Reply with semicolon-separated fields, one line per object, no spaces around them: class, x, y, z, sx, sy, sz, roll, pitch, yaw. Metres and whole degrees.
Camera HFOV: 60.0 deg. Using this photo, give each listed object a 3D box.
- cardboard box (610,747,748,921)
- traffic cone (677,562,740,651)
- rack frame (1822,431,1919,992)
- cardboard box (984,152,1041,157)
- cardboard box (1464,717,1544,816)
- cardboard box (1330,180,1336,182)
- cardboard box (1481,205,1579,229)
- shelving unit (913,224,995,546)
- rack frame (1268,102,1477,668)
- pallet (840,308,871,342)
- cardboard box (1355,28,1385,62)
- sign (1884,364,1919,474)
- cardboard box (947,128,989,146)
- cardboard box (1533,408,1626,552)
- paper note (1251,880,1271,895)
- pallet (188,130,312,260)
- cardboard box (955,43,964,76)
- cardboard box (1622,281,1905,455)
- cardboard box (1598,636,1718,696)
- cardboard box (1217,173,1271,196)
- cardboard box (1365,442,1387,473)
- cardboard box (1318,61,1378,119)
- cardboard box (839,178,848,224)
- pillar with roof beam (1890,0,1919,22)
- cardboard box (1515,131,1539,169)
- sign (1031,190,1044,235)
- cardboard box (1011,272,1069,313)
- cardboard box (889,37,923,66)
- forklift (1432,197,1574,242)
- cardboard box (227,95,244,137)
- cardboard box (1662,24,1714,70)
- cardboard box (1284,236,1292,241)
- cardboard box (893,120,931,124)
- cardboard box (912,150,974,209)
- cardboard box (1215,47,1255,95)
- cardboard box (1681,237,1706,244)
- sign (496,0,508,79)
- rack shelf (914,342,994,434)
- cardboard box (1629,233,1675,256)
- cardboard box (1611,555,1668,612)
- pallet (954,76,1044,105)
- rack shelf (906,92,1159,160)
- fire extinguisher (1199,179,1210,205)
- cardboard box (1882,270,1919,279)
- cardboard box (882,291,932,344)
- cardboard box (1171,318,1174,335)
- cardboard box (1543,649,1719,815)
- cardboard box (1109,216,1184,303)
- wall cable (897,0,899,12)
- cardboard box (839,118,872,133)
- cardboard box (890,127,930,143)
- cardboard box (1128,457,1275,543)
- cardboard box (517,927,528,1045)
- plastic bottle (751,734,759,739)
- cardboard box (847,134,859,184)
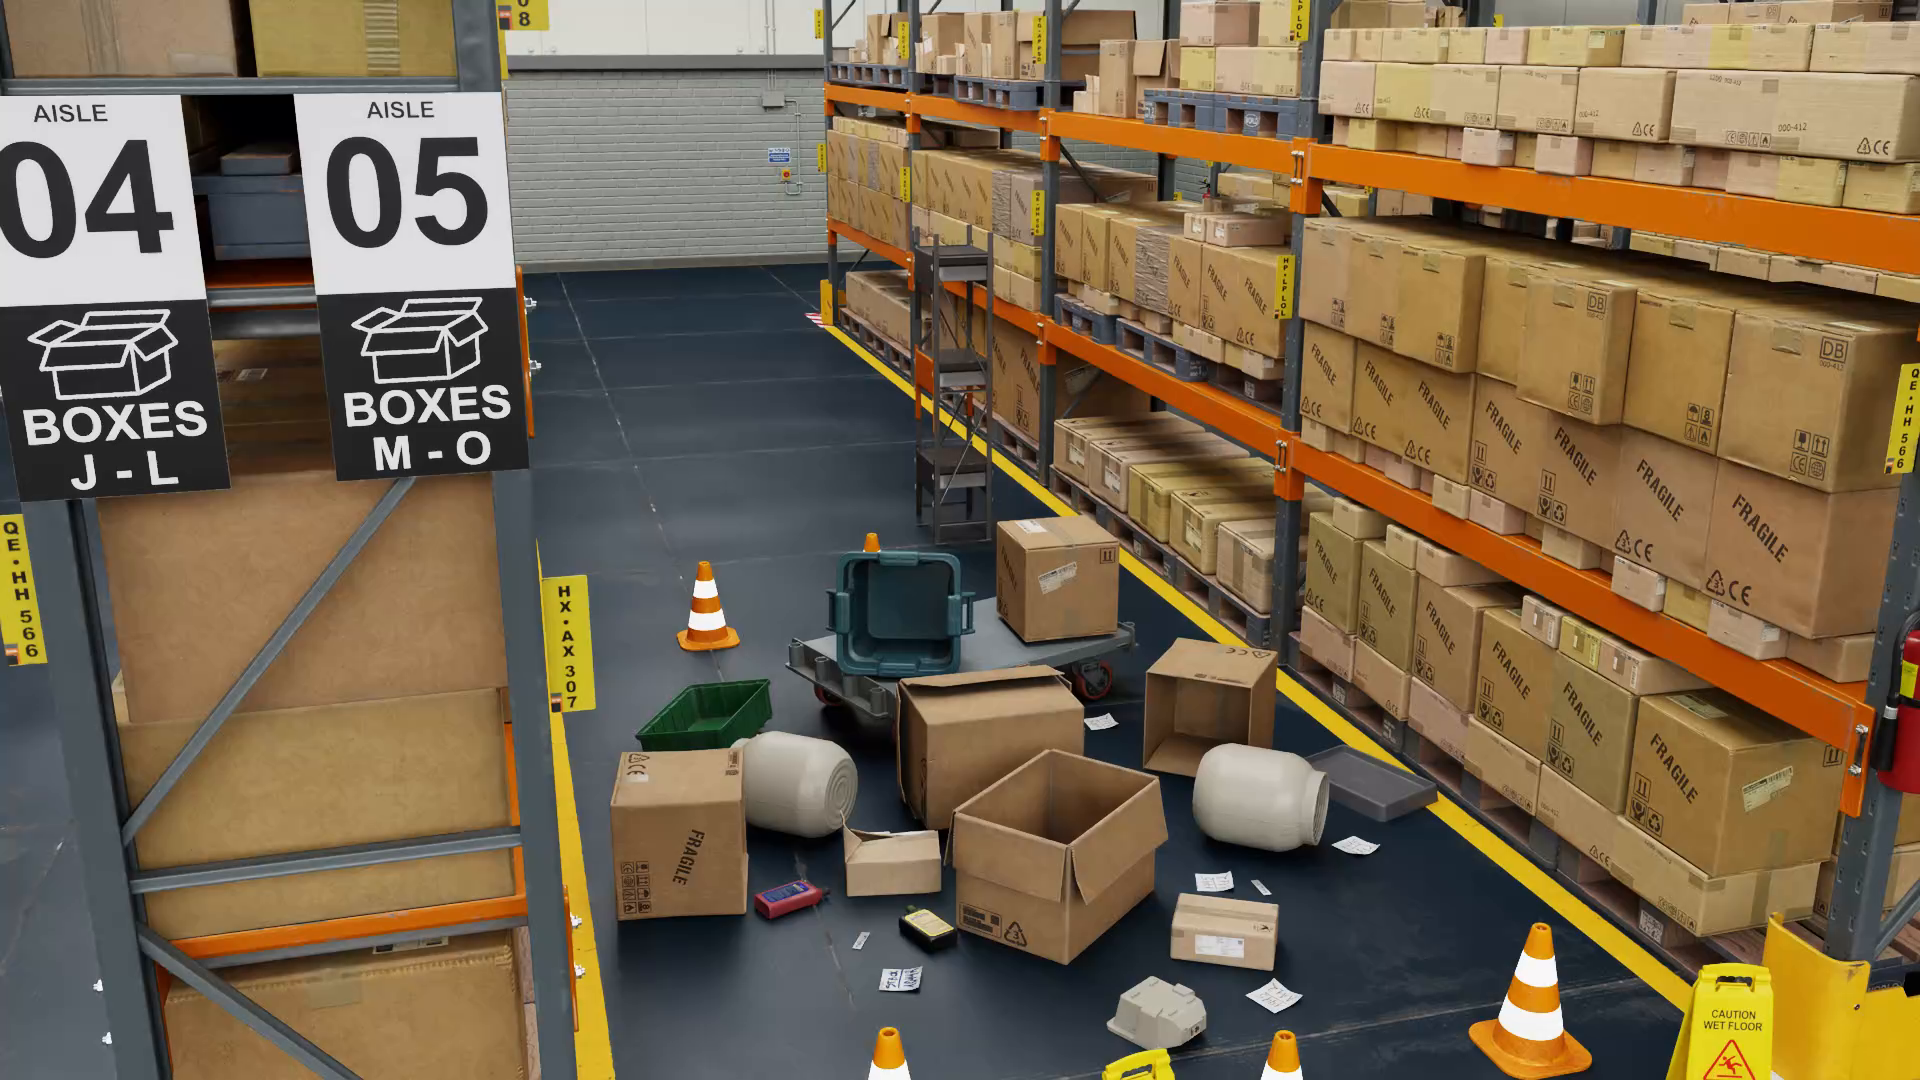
cardboard box;-1.115;1.172;6.678;0.500;0.500;0.500;-2;17;-6
traffic cone;-1.445;0.352;9.476;0.336;0.463;0.334;-5;17;-15
rack frame;3.303;0.315;5.191;1.000;3.000;0.127;-5;17;-15
cardboard box;0.519;-3.285;15.263;0.500;0.500;0.500;-4;17;-14
cardboard box;2.538;0.940;7.159;0.500;0.250;0.500;-5;18;-17
cardboard box;4.331;-4.189;19.927;0.500;0.250;0.500;-4;17;-14
cardboard box;5.249;-2.979;15.247;0.797;0.503;0.637;-5;17;-17
shelving unit;-0.045;-1.051;11.302;0.431;2.100;0.503;-5;17;-15
rack frame;2.204;-0.792;8.874;1.000;3.000;0.127;-5;17;-15
pallet;-0.799;-2.561;19.610;1.003;0.211;1.213;-5;17;-15
cardboard box;2.076;-2.308;7.757;0.380;0.149;0.250;-4;17;-14
sign;2.764;-0.353;4.851;0.100;0.325;0.005;-5;17;-15
cardboard box;0.082;-4.020;16.580;0.380;0.149;0.250;-4;17;-14
cardboard box;2.621;-0.282;6.485;0.500;0.500;0.500;-5;17;-16
paper note;1.220;1.409;6.744;0.032;0.001;0.123;-5;17;-15
pallet;-1.643;-0.865;4.057;1.003;0.211;1.213;-5;17;-15
cardboard box;0.171;-4.045;13.994;0.396;0.266;0.258;-3;17;-11
cardboard box;2.821;-0.619;5.871;0.700;0.500;0.500;-5;17;-15
cardboard box;2.667;0.463;6.314;0.380;0.149;0.250;-4;17;-14
cardboard box;3.543;-4.429;20.725;0.500;0.250;0.500;-5;17;-15
cardboard box;2.203;-0.422;8.080;0.380;0.149;0.250;-5;17;-16
cardboard box;2.061;-2.156;7.944;0.500;0.250;0.500;-5;17;-16
cardboard box;-1.073;-3.866;18.934;0.500;0.500;0.500;-5;17;-16
pillar with roof beam;2.962;-4.535;10.908;9.100;9.000;0.400;-5;17;-15
cardboard box;2.477;-1.575;6.705;0.380;0.149;0.250;-5;17;-15
sign;0.572;-2.408;12.242;0.100;0.325;0.005;-5;17;-15
cardboard box;0.716;-1.946;12.977;0.500;0.250;0.500;-5;18;-17
cardboard box;-0.478;-4.777;16.258;0.396;0.266;0.258;-4;17;-13
forklift;4.250;-1.791;12.320;1.130;2.935;3.031;-8;19;-25
cardboard box;-2.055;-1.107;4.243;0.380;0.149;0.250;-5;17;-15
cardboard box;2.724;-1.740;5.867;0.380;0.149;0.250;-5;17;-15
cardboard box;2.090;-1.612;10.184;0.500;0.500;0.500;-5;17;-16
cardboard box;-0.525;-4.581;18.450;0.380;0.149;0.250;-5;17;-16
cardboard box;-0.150;-3.387;15.602;0.500;0.500;0.500;-4;17;-15
cardboard box;1.770;-2.648;9.371;0.500;0.250;0.500;-4;17;-15
cardboard box;5.850;-2.396;12.914;0.380;0.149;0.250;-4;17;-14
sign;-1.995;-2.139;7.109;0.100;0.325;0.005;-5;17;-15
rack shelf;-0.045;-1.038;11.306;0.431;0.518;0.480;-5;17;-15
cardboard box;5.739;-2.315;13.338;0.500;0.250;0.500;-5;17;-15
cardboard box;2.668;0.146;6.190;0.380;0.149;0.250;-4;17;-14
pallet;0.566;-3.727;13.761;1.003;0.211;1.213;-4;17;-13
rack shelf;0.555;-3.544;14.071;1.077;0.370;4.000;-5;17;-15
fire extinguisher;3.192;-4.293;21.313;0.296;0.674;0.183;-5;17;-15
cardboard box;6.363;-1.825;11.012;0.380;0.149;0.250;-5;18;-17
cardboard box;-0.311;-2.409;17.980;0.875;0.438;0.875;-5;17;-17
cardboard box;1.557;-1.358;10.464;0.380;0.149;0.250;-5;18;-17
cardboard box;2.685;0.726;6.567;0.500;0.500;0.500;-4;17;-13
cardboard box;1.308;-1.857;11.000;0.500;0.500;0.500;-4;17;-14
wall cable;0.484;-8.822;25.114;2.988;3.039;0.133;-5;17;-15
cardboard box;-1.161;-4.681;18.781;0.380;0.149;0.250;-4;17;-14
cardboard box;-0.500;-4.122;16.921;0.380;0.149;0.250;-5;17;-16
cardboard box;1.663;-0.270;10.975;0.950;0.372;0.625;-4;17;-13
cardboard box;-1.923;1.125;5.457;0.875;0.875;0.875;-5;17;-16
plastic bottle;-1.001;0.992;8.044;0.283;0.061;0.133;16;23;42
cardboard box;-0.939;-4.199;18.303;0.500;0.500;0.500;-5;17;-16
